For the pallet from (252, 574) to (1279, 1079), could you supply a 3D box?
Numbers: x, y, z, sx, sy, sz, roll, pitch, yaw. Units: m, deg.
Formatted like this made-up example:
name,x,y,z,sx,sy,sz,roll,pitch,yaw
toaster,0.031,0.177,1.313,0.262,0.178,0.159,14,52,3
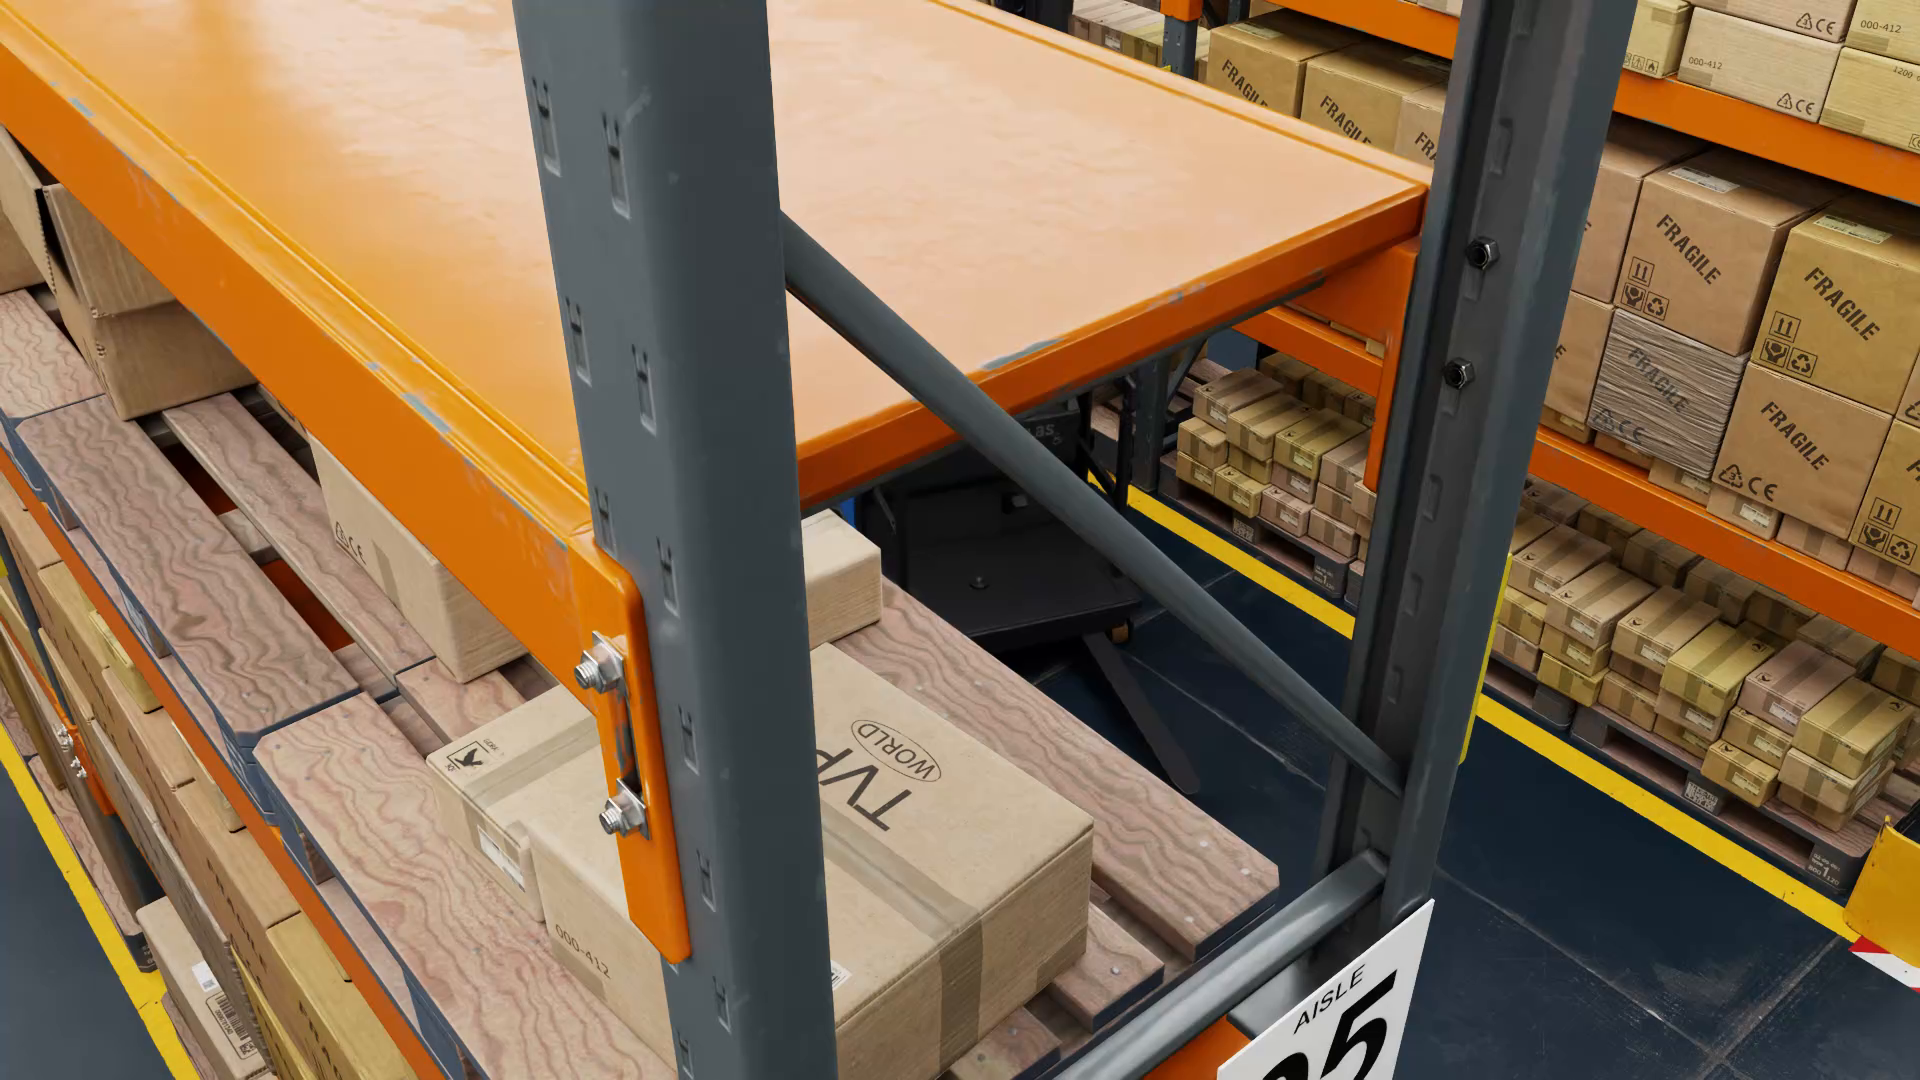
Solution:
name,x,y,z,sx,sy,sz,roll,pitch,yaw
pallet,-0.311,0.472,2.470,1.003,0.211,1.213,-26,43,-32

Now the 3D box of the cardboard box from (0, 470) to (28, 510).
name,x,y,z,sx,sy,sz,roll,pitch,yaw
cardboard box,-2.400,-0.260,4.509,0.380,0.149,0.250,-27,43,-32

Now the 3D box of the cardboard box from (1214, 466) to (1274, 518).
name,x,y,z,sx,sy,sz,roll,pitch,yaw
cardboard box,1.472,-0.283,8.158,0.380,0.149,0.250,-25,42,-31

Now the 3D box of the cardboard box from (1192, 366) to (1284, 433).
name,x,y,z,sx,sy,sz,roll,pitch,yaw
cardboard box,1.375,-0.695,8.224,0.380,0.149,0.250,-24,42,-30

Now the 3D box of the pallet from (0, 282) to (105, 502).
name,x,y,z,sx,sy,sz,roll,pitch,yaw
pallet,-1.886,-0.605,3.991,1.003,0.211,1.213,-26,43,-32

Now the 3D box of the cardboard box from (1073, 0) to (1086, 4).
name,x,y,z,sx,sy,sz,roll,pitch,yaw
cardboard box,0.572,-2.901,9.090,0.380,0.149,0.250,-24,42,-30

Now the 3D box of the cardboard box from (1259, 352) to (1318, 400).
name,x,y,z,sx,sy,sz,roll,pitch,yaw
cardboard box,1.739,-0.864,8.464,0.380,0.149,0.250,-25,42,-31

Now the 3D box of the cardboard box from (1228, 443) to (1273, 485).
name,x,y,z,sx,sy,sz,roll,pitch,yaw
cardboard box,1.532,-0.445,8.129,0.380,0.149,0.250,-26,43,-31

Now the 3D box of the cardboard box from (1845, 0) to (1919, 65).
name,x,y,z,sx,sy,sz,roll,pitch,yaw
cardboard box,3.069,-1.608,5.027,0.500,0.250,0.500,-27,44,-33

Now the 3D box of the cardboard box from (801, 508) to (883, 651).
name,x,y,z,sx,sy,sz,roll,pitch,yaw
cardboard box,-0.351,0.083,2.709,0.380,0.149,0.250,-24,42,-30

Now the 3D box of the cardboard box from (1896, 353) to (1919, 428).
name,x,y,z,sx,sy,sz,roll,pitch,yaw
cardboard box,3.407,-0.587,5.274,0.500,0.500,0.500,-27,43,-33

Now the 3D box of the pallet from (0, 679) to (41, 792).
name,x,y,z,sx,sy,sz,roll,pitch,yaw
pallet,-3.753,0.504,7.356,1.003,0.211,1.213,-26,43,-32

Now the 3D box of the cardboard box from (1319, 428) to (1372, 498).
name,x,y,z,sx,sy,sz,roll,pitch,yaw
cardboard box,1.894,-0.351,7.739,0.380,0.149,0.250,-27,43,-33

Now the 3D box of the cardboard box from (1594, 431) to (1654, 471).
name,x,y,z,sx,sy,sz,roll,pitch,yaw
cardboard box,2.702,-0.445,6.500,0.380,0.149,0.250,-28,44,-34

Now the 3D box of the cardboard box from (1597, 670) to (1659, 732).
name,x,y,z,sx,sy,sz,roll,pitch,yaw
cardboard box,2.876,0.601,6.909,0.380,0.149,0.250,-26,43,-31

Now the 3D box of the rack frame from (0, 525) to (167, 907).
name,x,y,z,sx,sy,sz,roll,pitch,yaw
rack frame,-2.406,0.217,5.348,1.000,3.000,0.127,-26,43,-32

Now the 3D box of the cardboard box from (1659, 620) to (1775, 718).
name,x,y,z,sx,sy,sz,roll,pitch,yaw
cardboard box,2.974,0.503,6.533,0.380,0.149,0.250,-27,43,-33

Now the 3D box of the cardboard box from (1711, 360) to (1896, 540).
name,x,y,z,sx,sy,sz,roll,pitch,yaw
cardboard box,3.077,-0.401,5.878,0.500,0.500,0.500,-27,43,-32

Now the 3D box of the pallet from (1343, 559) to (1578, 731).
name,x,y,z,sx,sy,sz,roll,pitch,yaw
pallet,2.562,0.287,7.663,1.003,0.211,1.213,-26,43,-32

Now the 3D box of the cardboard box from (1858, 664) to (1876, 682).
name,x,y,z,sx,sy,sz,roll,pitch,yaw
cardboard box,3.616,0.494,6.803,0.380,0.149,0.250,-26,43,-32

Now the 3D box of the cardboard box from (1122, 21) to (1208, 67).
name,x,y,z,sx,sy,sz,roll,pitch,yaw
cardboard box,1.060,-2.566,8.617,0.380,0.149,0.250,-26,43,-31

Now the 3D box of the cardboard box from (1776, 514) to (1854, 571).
name,x,y,z,sx,sy,sz,roll,pitch,yaw
cardboard box,3.160,-0.072,5.974,0.380,0.149,0.250,-26,43,-32

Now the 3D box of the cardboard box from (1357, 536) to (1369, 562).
name,x,y,z,sx,sy,sz,roll,pitch,yaw
cardboard box,2.074,0.006,7.749,0.380,0.149,0.250,-28,44,-34

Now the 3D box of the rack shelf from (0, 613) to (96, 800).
name,x,y,z,sx,sy,sz,roll,pitch,yaw
rack shelf,-3.696,-0.372,6.803,1.077,0.370,4.000,-26,43,-32

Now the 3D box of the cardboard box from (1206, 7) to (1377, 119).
name,x,y,z,sx,sy,sz,roll,pitch,yaw
cardboard box,1.416,-1.954,7.204,0.500,0.500,0.500,-25,42,-31

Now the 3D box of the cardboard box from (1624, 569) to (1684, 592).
name,x,y,z,sx,sy,sz,roll,pitch,yaw
cardboard box,3.064,0.184,7.241,0.380,0.149,0.250,-28,44,-34

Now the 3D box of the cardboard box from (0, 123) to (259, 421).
name,x,y,z,sx,sy,sz,roll,pitch,yaw
cardboard box,-1.511,-0.678,3.477,0.797,0.503,0.637,-23,41,-28

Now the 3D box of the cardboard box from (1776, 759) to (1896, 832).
name,x,y,z,sx,sy,sz,roll,pitch,yaw
cardboard box,3.393,0.930,6.445,0.380,0.149,0.250,-25,42,-31

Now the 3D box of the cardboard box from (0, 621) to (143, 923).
name,x,y,z,sx,sy,sz,roll,pitch,yaw
cardboard box,-2.867,0.669,6.185,0.875,0.875,0.875,-25,42,-30

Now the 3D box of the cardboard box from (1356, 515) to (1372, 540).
name,x,y,z,sx,sy,sz,roll,pitch,yaw
cardboard box,2.048,-0.101,7.643,0.380,0.149,0.250,-24,42,-30

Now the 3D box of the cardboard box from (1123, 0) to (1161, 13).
name,x,y,z,sx,sy,sz,roll,pitch,yaw
cardboard box,1.768,-4.933,14.402,0.700,0.500,0.500,-30,45,-35

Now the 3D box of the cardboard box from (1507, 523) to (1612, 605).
name,x,y,z,sx,sy,sz,roll,pitch,yaw
cardboard box,2.554,0.110,7.088,0.380,0.149,0.250,-28,44,-33

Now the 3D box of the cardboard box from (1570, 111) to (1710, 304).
name,x,y,z,sx,sy,sz,roll,pitch,yaw
cardboard box,2.393,-1.269,6.238,0.500,0.500,0.500,-28,44,-33

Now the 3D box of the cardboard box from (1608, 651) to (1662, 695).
name,x,y,z,sx,sy,sz,roll,pitch,yaw
cardboard box,2.902,0.451,6.864,0.380,0.149,0.250,-27,43,-32

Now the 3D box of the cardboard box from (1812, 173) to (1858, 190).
name,x,y,z,sx,sy,sz,roll,pitch,yaw
cardboard box,3.156,-1.233,6.187,0.500,0.500,0.500,-27,43,-33

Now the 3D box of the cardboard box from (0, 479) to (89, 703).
name,x,y,z,sx,sy,sz,roll,pitch,yaw
cardboard box,-2.283,0.069,4.606,0.500,0.500,0.500,-26,43,-31

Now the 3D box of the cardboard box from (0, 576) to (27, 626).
name,x,y,z,sx,sy,sz,roll,pitch,yaw
cardboard box,-2.876,-0.029,5.393,0.500,0.250,0.500,-26,43,-32

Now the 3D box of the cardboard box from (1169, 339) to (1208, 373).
name,x,y,z,sx,sy,sz,roll,pitch,yaw
cardboard box,1.036,-1.250,9.219,0.500,0.500,0.500,-24,42,-30

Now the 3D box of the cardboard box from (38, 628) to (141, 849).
name,x,y,z,sx,sy,sz,roll,pitch,yaw
cardboard box,-2.303,0.481,4.888,0.500,0.500,0.500,-25,42,-30

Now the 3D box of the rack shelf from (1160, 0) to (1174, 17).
name,x,y,z,sx,sy,sz,roll,pitch,yaw
rack shelf,0.020,-3.487,8.605,1.077,0.370,4.000,-26,43,-32

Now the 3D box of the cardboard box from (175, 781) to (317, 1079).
name,x,y,z,sx,sy,sz,roll,pitch,yaw
cardboard box,-1.317,0.748,3.646,0.500,0.500,0.500,-26,43,-32

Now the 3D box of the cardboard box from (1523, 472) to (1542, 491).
name,x,y,z,sx,sy,sz,roll,pitch,yaw
cardboard box,2.637,-0.316,7.689,0.380,0.149,0.250,-28,44,-33

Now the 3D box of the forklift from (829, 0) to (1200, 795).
name,x,y,z,sx,sy,sz,roll,pitch,yaw
forklift,0.141,-0.803,6.848,1.130,2.935,3.031,-11,37,-15

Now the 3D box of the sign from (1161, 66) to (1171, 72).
name,x,y,z,sx,sy,sz,roll,pitch,yaw
sign,0.889,-1.937,7.388,0.100,0.325,0.005,-26,43,-32

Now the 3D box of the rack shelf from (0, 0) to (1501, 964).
name,x,y,z,sx,sy,sz,roll,pitch,yaw
rack shelf,-1.115,-0.891,2.691,1.077,0.370,4.000,-26,43,-32

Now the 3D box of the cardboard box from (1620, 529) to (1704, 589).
name,x,y,z,sx,sy,sz,roll,pitch,yaw
cardboard box,3.084,0.043,7.182,0.380,0.149,0.250,-24,42,-30

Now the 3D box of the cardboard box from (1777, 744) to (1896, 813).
name,x,y,z,sx,sy,sz,roll,pitch,yaw
cardboard box,3.333,0.837,6.319,0.380,0.149,0.250,-27,44,-33

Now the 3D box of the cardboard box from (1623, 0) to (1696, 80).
name,x,y,z,sx,sy,sz,roll,pitch,yaw
cardboard box,2.393,-1.846,5.796,0.500,0.250,0.500,-24,42,-30

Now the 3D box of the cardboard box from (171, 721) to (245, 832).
name,x,y,z,sx,sy,sz,roll,pitch,yaw
cardboard box,-1.432,0.419,3.550,0.380,0.149,0.250,-26,43,-32

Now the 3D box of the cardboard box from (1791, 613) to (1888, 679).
name,x,y,z,sx,sy,sz,roll,pitch,yaw
cardboard box,3.543,0.407,6.669,0.380,0.149,0.250,-25,42,-31

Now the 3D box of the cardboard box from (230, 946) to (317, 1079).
name,x,y,z,sx,sy,sz,roll,pitch,yaw
cardboard box,-1.333,1.155,3.938,0.500,0.500,0.500,-25,42,-30

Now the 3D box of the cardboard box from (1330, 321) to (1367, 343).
name,x,y,z,sx,sy,sz,roll,pitch,yaw
cardboard box,1.850,-1.017,7.308,0.380,0.149,0.250,-28,44,-34
